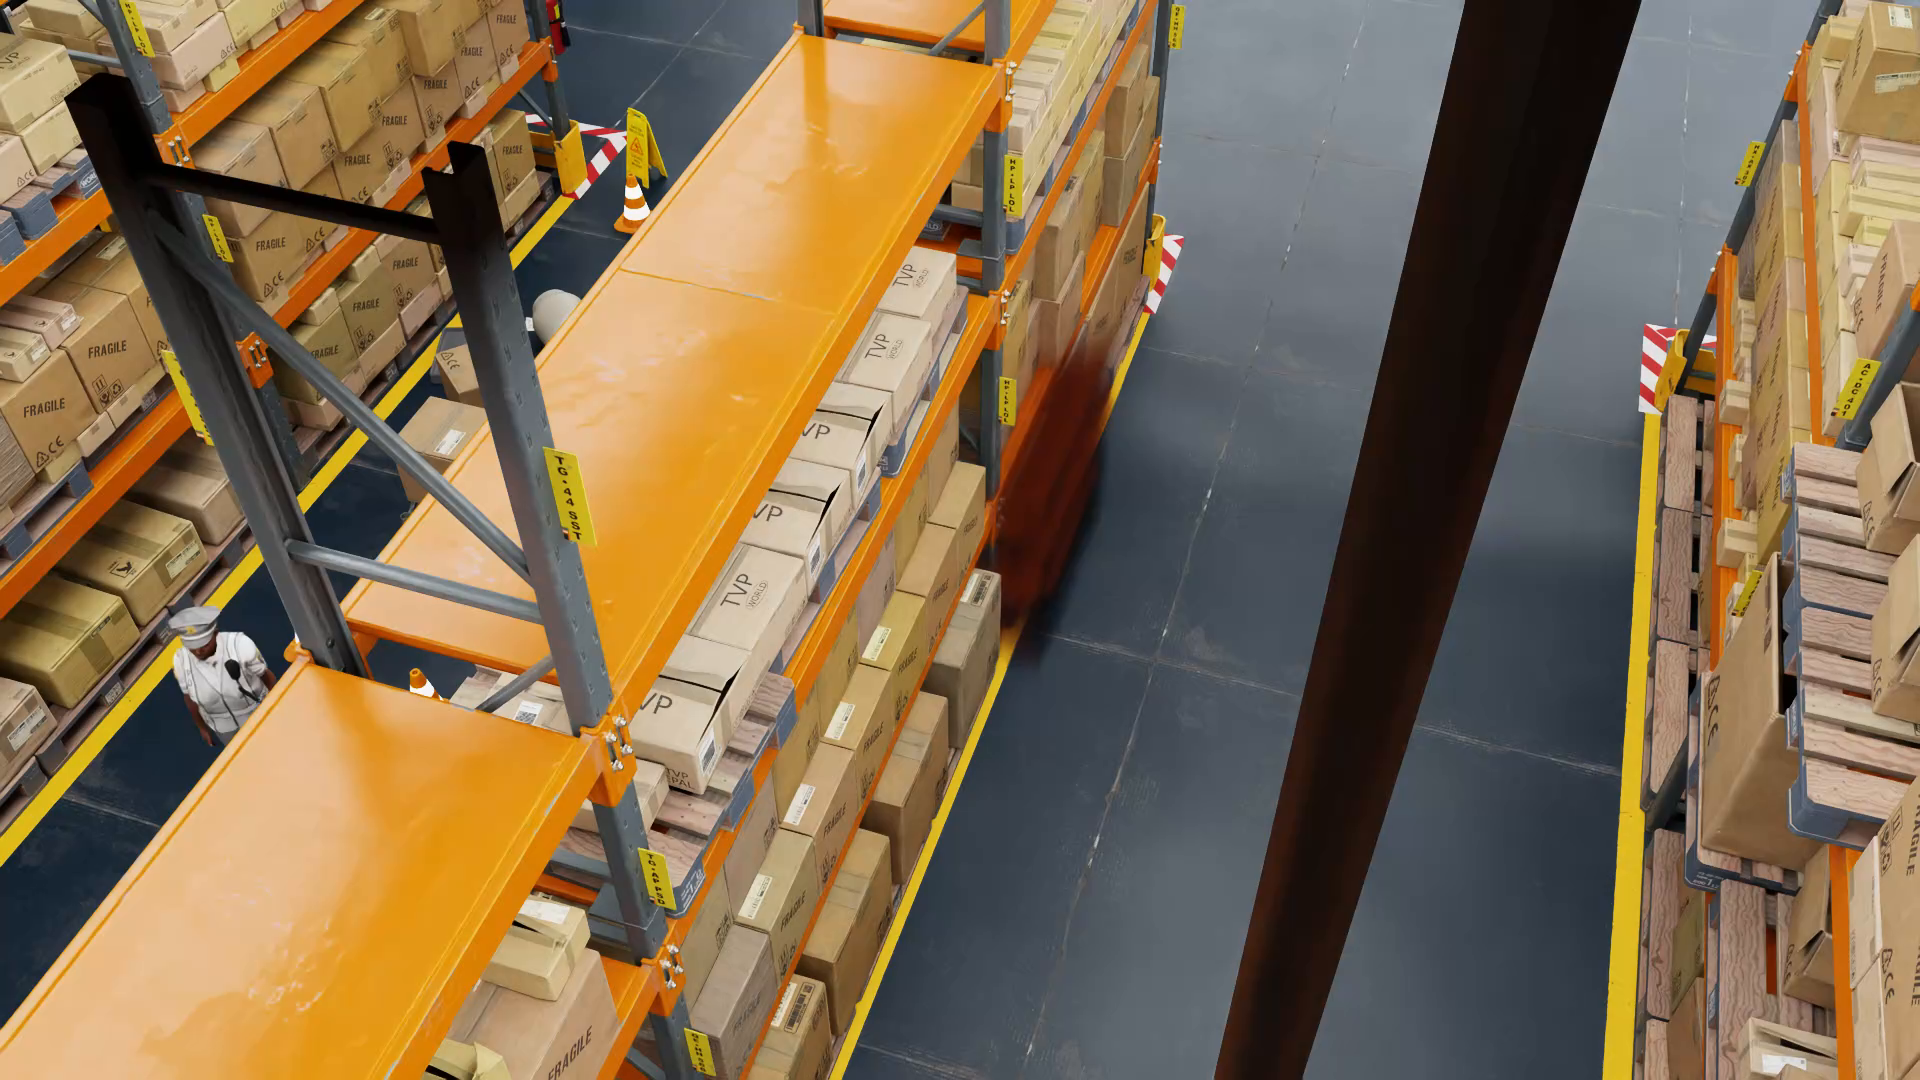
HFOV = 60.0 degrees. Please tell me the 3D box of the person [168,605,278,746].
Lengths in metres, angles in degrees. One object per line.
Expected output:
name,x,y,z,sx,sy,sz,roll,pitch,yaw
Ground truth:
person,-3.886,0.965,9.032,0.505,1.706,0.384,-9,46,-9
